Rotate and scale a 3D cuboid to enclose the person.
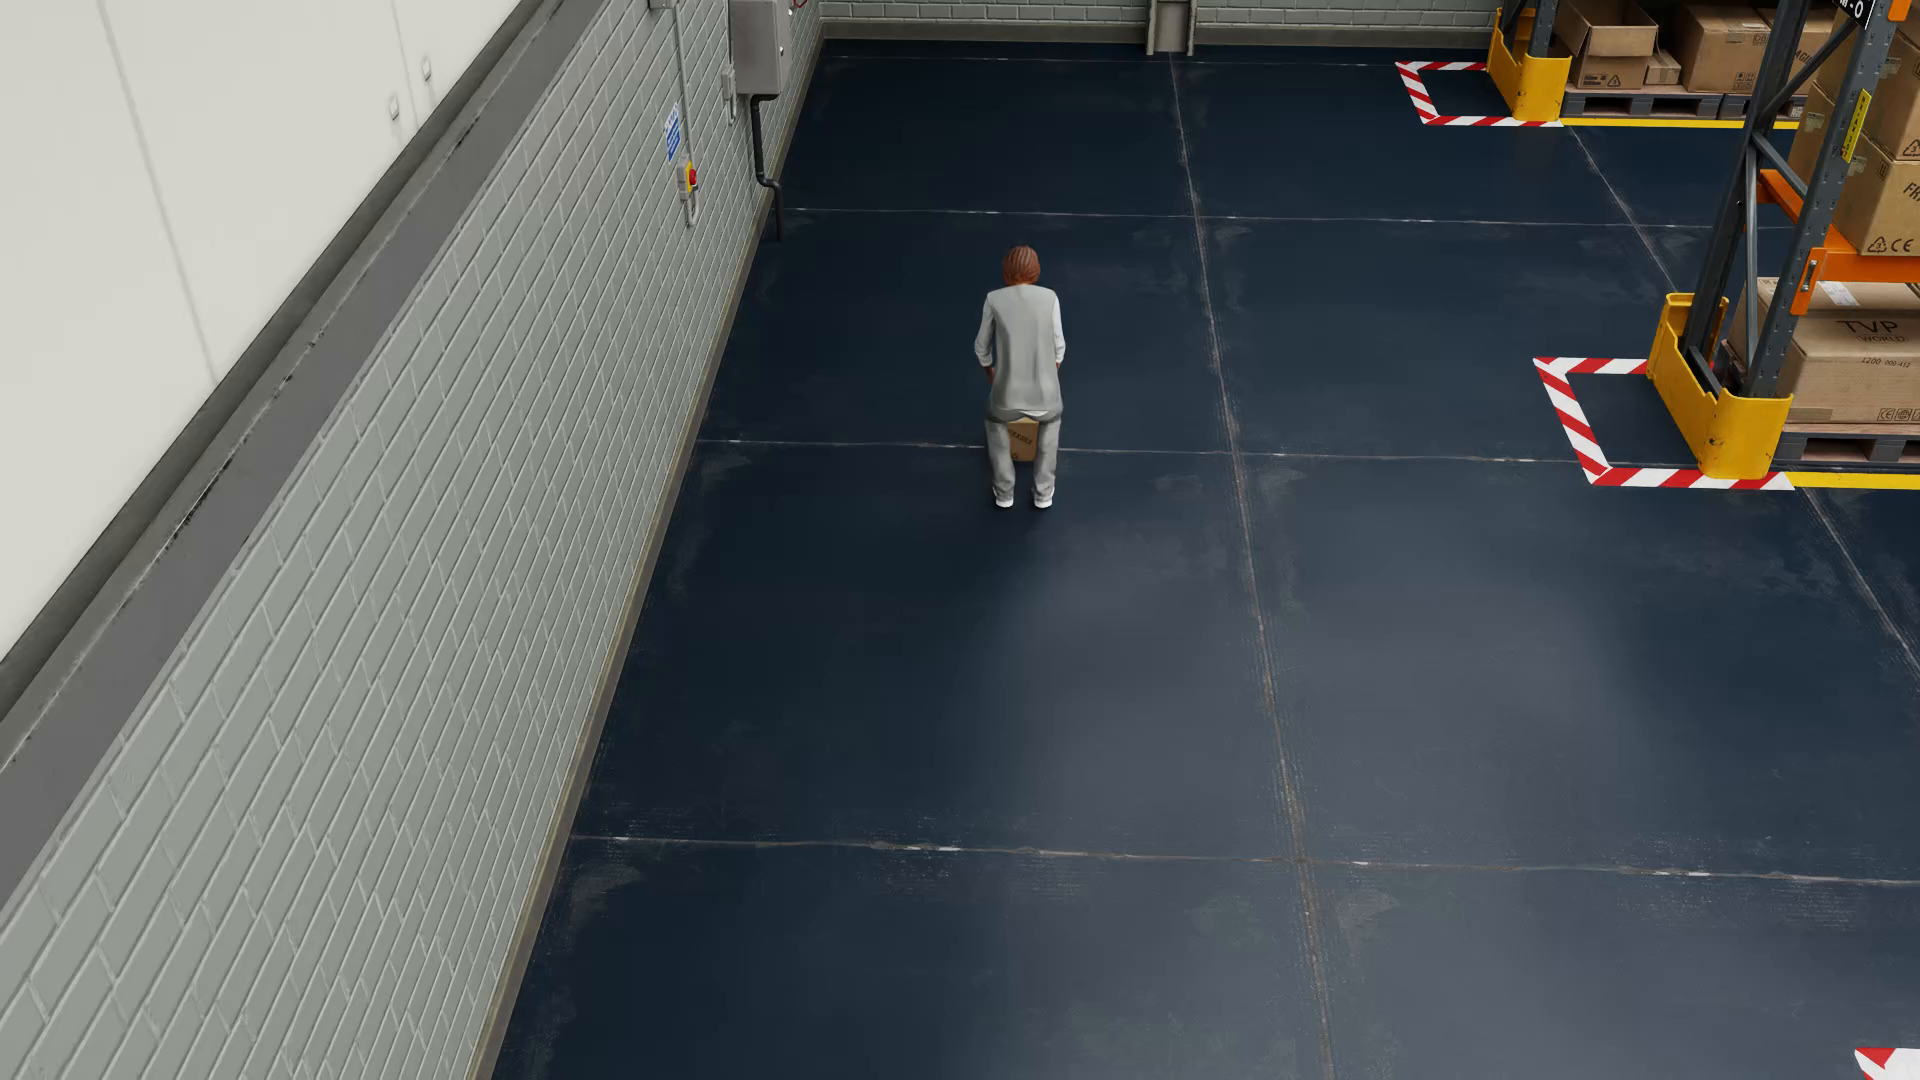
[{"bbox_3d":[0.299,-0.780,8.438,0.462,1.310,0.640,2,36,2],"label":"person"}]
